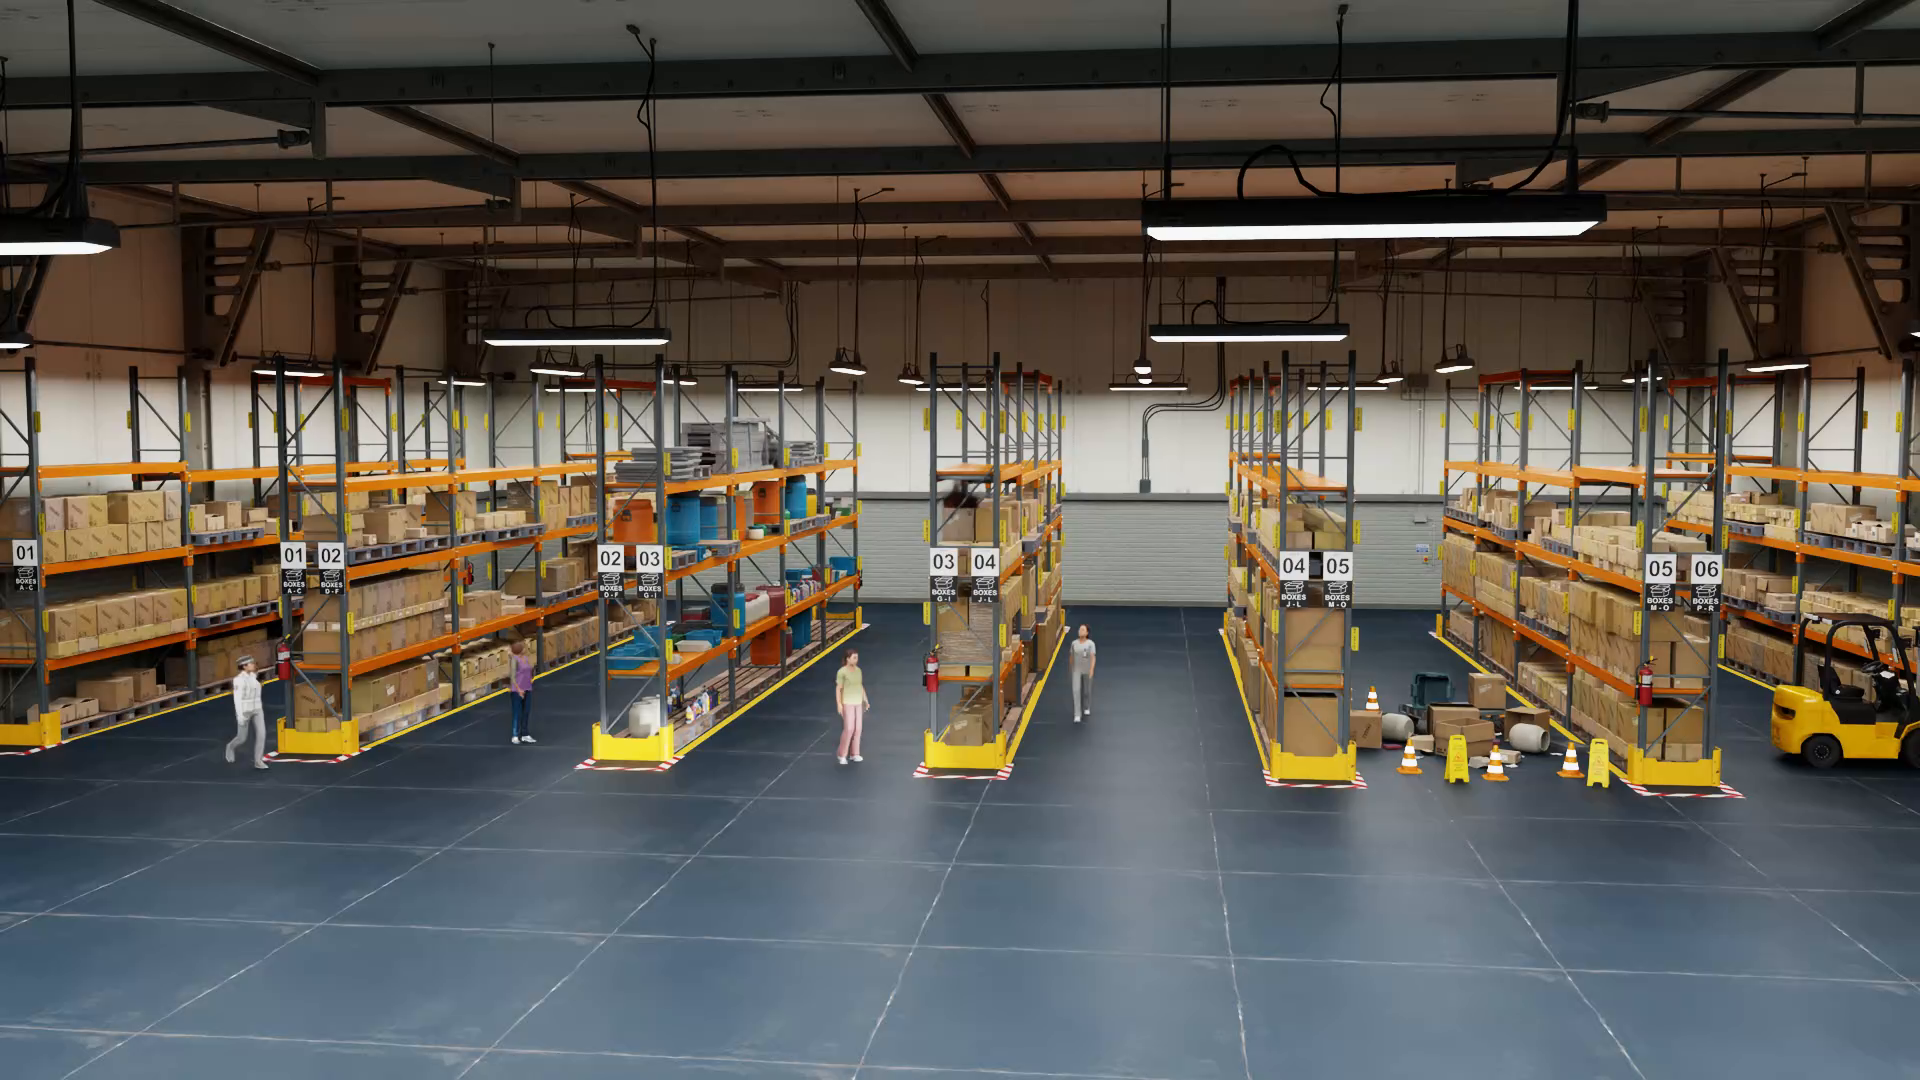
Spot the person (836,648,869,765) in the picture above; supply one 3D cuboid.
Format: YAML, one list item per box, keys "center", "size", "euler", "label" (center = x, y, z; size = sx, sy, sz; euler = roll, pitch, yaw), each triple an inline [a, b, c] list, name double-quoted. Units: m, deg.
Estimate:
- center: [-1.610, 2.458, 24.564]
  size: [0.380, 1.717, 0.518]
  euler: [4, 6, 43]
  label: "person"

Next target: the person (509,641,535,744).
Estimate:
- center: [-6.825, 2.379, 25.943]
  size: [0.451, 1.615, 0.449]
  euler: [3, 5, 36]
  label: "person"

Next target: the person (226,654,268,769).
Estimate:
- center: [-10.306, 2.465, 24.048]
  size: [0.697, 1.660, 0.503]
  euler: [3, 5, 38]
  label: "person"

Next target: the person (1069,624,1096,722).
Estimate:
- center: [2.054, 2.219, 27.922]
  size: [0.458, 1.611, 1.001]
  euler: [0, 4, 5]
  label: "person"
